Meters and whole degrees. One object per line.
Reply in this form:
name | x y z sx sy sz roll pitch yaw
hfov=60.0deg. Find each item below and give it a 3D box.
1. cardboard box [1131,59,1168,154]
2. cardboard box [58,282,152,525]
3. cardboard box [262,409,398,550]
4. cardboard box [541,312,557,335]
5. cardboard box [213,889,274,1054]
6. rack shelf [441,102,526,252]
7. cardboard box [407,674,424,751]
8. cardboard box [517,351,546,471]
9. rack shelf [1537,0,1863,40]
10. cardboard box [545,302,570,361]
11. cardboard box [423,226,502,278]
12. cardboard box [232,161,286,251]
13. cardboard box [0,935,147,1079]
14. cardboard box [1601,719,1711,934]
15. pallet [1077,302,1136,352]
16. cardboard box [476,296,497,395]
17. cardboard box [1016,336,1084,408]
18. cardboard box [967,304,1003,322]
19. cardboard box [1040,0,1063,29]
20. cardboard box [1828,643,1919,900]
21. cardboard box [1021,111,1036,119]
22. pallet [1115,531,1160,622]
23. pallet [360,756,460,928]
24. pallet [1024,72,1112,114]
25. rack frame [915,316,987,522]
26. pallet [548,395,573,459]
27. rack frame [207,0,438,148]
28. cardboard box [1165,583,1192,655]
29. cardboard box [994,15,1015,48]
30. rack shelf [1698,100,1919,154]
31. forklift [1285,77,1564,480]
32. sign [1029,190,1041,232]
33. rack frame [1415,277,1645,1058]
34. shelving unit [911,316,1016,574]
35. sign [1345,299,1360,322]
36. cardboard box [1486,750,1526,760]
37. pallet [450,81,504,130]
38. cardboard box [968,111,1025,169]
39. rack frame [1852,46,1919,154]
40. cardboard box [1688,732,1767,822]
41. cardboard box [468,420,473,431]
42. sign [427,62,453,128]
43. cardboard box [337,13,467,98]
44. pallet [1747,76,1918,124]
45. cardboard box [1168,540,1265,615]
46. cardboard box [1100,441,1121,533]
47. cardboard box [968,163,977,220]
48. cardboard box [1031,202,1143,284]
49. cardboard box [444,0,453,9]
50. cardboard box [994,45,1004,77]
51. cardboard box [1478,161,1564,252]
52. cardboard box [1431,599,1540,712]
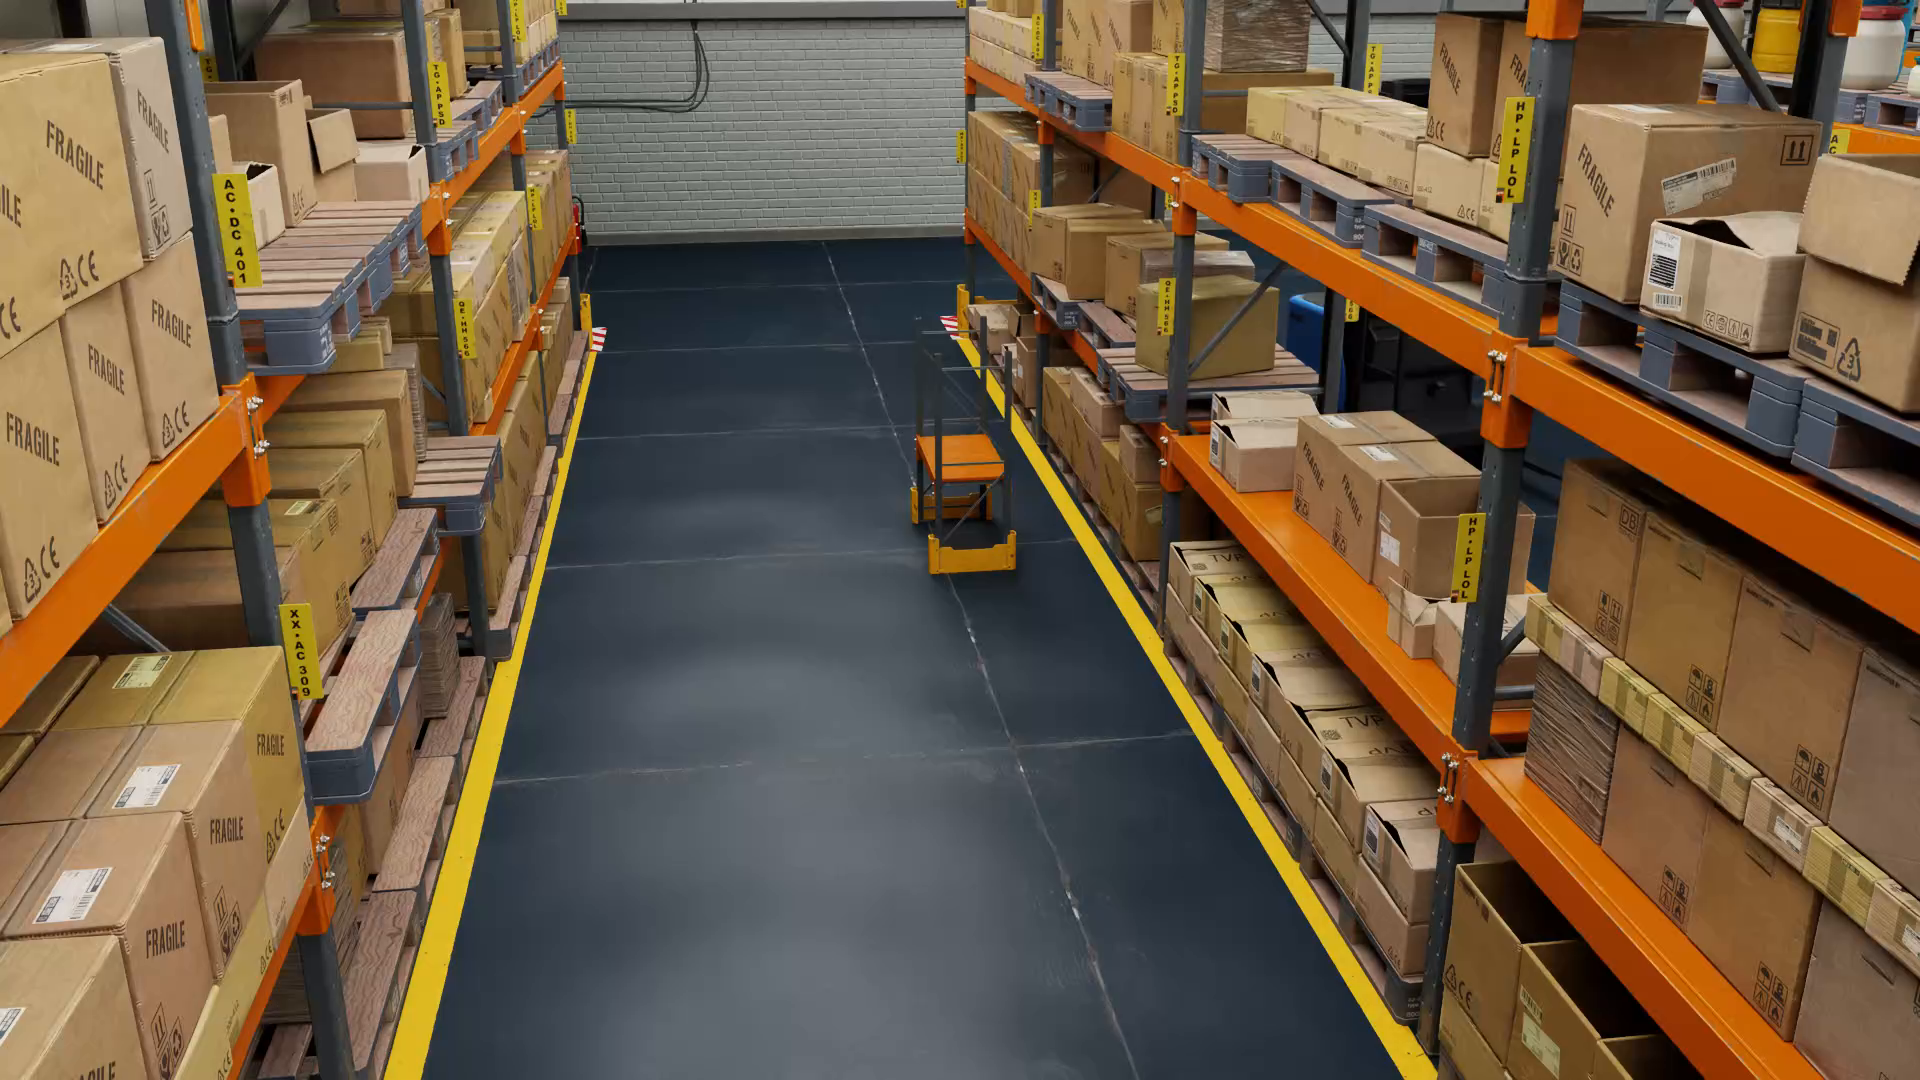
cardboard box | 1.539 -2.625 10.026 0.910 0.500 0.500 -3 21 -8
cardboard box | -2.238 -0.334 3.864 0.500 0.500 0.500 -5 21 -12
cardboard box | -2.913 -0.256 7.343 0.700 0.500 0.500 -3 21 -8
cardboard box | -3.720 -1.883 14.515 0.380 0.149 0.250 -4 21 -9
cardboard box | -2.184 1.172 4.477 0.500 0.250 0.500 -3 21 -8
rack shelf | -3.481 -2.356 10.479 1.077 0.370 4.000 -3 21 -8
cardboard box | -3.078 0.800 8.230 0.700 0.500 0.500 -3 21 -8
cardboard box | -3.547 -0.952 12.449 0.750 0.750 0.750 -3 21 -7
rack shelf | 2.574 -1.055 3.280 1.077 0.370 4.000 -3 21 -8
cardboard box | -4.074 -1.981 15.704 0.700 0.500 0.500 -3 21 -8
cardboard box | -3.237 -1.848 10.708 0.500 0.250 0.500 -3 21 -9
cardboard box | -2.705 -1.177 5.821 0.500 0.311 0.500 -2 21 -6
cardboard box | -2.027 1.175 3.398 0.500 0.500 0.500 -2 21 -6
cardboard box | 2.438 0.827 5.072 0.700 0.500 0.500 -3 21 -8
pallet | 1.424 -1.430 11.532 1.003 0.211 1.213 -3 21 -8
cardboard box | -3.076 -1.154 9.922 0.500 0.500 0.500 -2 21 -6
cardboard box | 0.769 -1.450 14.254 0.500 0.500 0.500 -3 21 -8
cardboard box | 0.276 -2.325 17.099 0.380 0.149 0.250 -3 21 -8
cardboard box | 1.024 -4.318 13.132 0.700 0.500 0.500 -3 21 -8
cardboard box | 2.573 0.558 3.937 0.700 0.500 0.500 -3 21 -8
cardboard box | 0.892 -3.992 16.544 0.500 0.500 0.500 -3 21 -8
pallet | 1.639 0.199 10.881 1.003 0.211 1.213 -3 21 -8
pallet | -2.909 1.403 7.658 1.003 0.211 1.213 -3 21 -8
pallet | 1.157 -3.319 12.298 1.213 0.211 1.003 -3 21 -8
rack frame | -0.061 -0.849 11.846 0.500 1.500 0.032 -3 21 -8
pallet | -3.801 -0.941 13.935 1.003 0.211 1.213 -3 21 -8
rack frame | -3.193 -3.406 7.974 1.000 3.000 0.127 -3 21 -8
cardboard box | 1.494 0.441 9.578 0.500 0.250 0.500 -3 21 -8
cardboard box | 0.584 -4.475 14.623 0.500 0.250 0.500 -3 21 -8
rack shelf | 6.323 -2.856 11.816 1.077 0.370 4.000 -3 21 -8
forklift | 3.771 -2.039 12.987 1.130 2.935 3.031 -7 22 -18
sign | 0.596 -2.607 13.172 0.100 0.325 0.005 -3 21 -8
rack frame | 2.285 0.538 5.988 1.000 3.000 0.127 -3 21 -8
shelving unit | 0.011 -0.676 11.383 0.587 1.500 1.083 -3 21 -8
sign | 2.257 -1.418 9.571 0.100 0.325 0.005 -3 21 -8
cardboard box | 2.405 1.038 7.179 0.500 0.311 0.500 -3 21 -8
pallet | -3.588 -2.981 11.397 0.805 0.209 1.217 -4 21 -10
cardboard box | 0.359 -3.965 16.473 0.500 0.500 0.500 -2 21 -6
rack frame | 10.359 -4.115 18.446 1.000 3.000 0.127 -3 21 -8
cardboard box | 2.281 0.644 4.635 0.380 0.149 0.250 -4 21 -10
cardboard box | -3.039 -0.701 9.635 0.380 0.149 0.250 -3 21 -7
sign | -2.655 -2.270 8.480 0.100 0.325 0.005 -3 21 -8
cardboard box | -3.607 -3.139 10.774 0.700 0.500 0.500 -3 21 -9
pallet | 6.410 -3.138 11.813 1.003 0.211 1.213 -3 21 -8
cardboard box | 1.494 0.178 9.480 0.500 0.311 0.500 -2 21 -6
cardboard box | 1.267 -0.373 11.371 0.500 0.500 0.500 -4 21 -10
cardboard box | 0.359 -3.496 16.647 0.500 0.500 0.500 -2 21 -7
cardboard box | 0.979 -2.300 12.844 0.700 0.500 0.500 -10 23 -26
cardboard box | -4.101 -4.140 12.627 0.500 0.500 0.500 -3 21 -8
cardboard box | 0.589 -4.241 14.712 0.500 0.250 0.500 -3 21 -8
cardboard box | 2.206 -1.207 5.988 0.500 0.250 0.500 -1 20 -2
cardboard box | 2.171 0.440 6.465 0.500 0.250 0.500 -2 21 -4
